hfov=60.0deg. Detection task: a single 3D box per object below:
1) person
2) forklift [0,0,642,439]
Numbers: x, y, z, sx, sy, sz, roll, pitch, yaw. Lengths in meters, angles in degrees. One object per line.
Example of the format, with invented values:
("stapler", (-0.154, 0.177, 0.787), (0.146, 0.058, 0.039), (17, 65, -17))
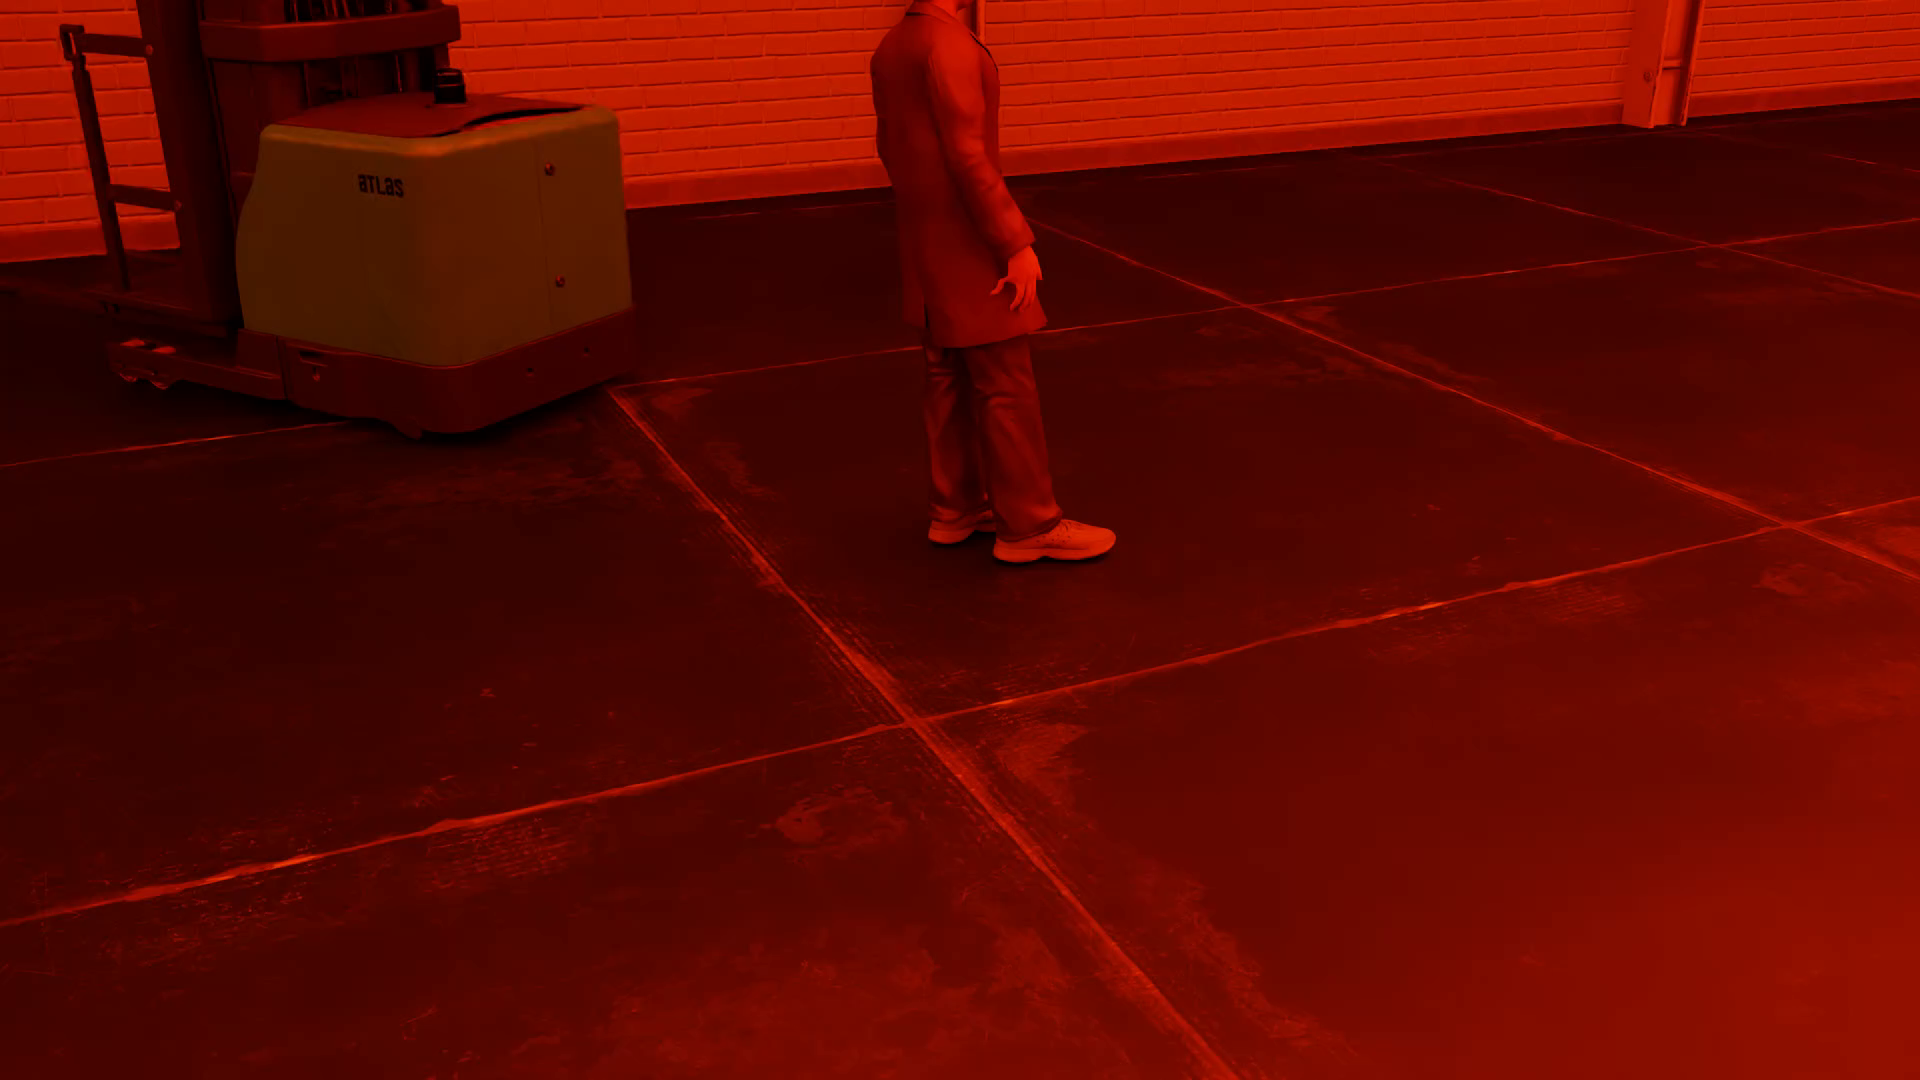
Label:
("person", (0.095, -0.841, 4.795), (0.561, 1.776, 0.649), (-10, 25, -23))
("forklift", (-2.797, -2.077, 6.370), (3.031, 2.867, 1.129), (12, 26, 27))
